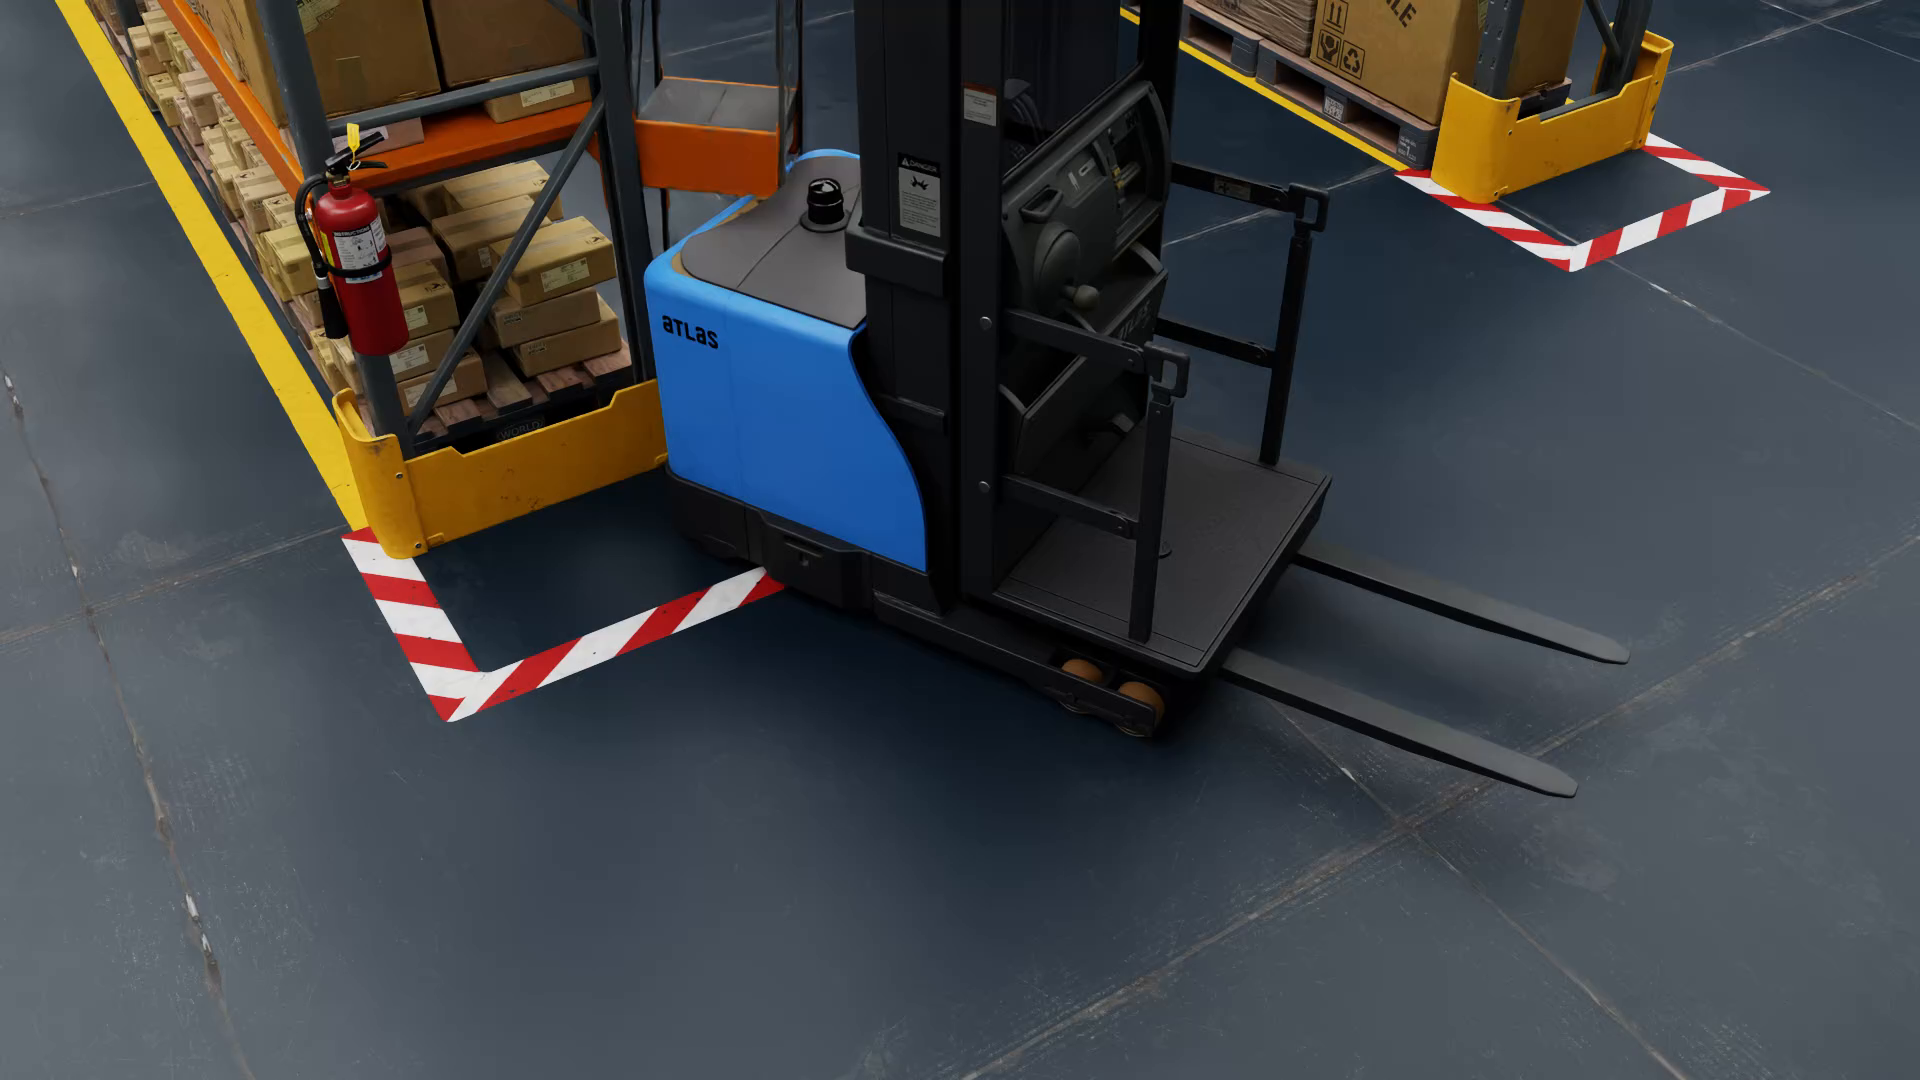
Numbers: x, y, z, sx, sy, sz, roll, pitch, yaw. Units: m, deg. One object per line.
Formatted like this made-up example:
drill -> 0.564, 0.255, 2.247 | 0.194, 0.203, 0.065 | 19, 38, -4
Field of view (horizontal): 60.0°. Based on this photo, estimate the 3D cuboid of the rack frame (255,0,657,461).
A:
rack frame -> -1.487, -1.322, 4.994 | 1.000, 3.000, 0.127 | -22, 45, -24

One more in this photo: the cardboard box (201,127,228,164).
cardboard box -> -2.987, -1.670, 7.077 | 0.380, 0.149, 0.250 | -23, 45, -25

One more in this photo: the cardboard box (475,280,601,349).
cardboard box -> -1.553, -0.874, 6.122 | 0.380, 0.149, 0.250 | -20, 44, -23

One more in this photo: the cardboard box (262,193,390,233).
cardboard box -> -2.405, -1.229, 6.315 | 0.380, 0.149, 0.250 | -24, 45, -26

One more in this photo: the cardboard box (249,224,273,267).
cardboard box -> -2.582, -1.244, 6.567 | 0.380, 0.149, 0.250 | -22, 44, -24

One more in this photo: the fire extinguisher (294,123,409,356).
fire extinguisher -> -1.741, -0.855, 4.784 | 0.296, 0.674, 0.183 | -22, 45, -24

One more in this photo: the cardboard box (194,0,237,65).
cardboard box -> -2.219, -1.909, 5.387 | 0.500, 0.500, 0.500 | -23, 45, -25

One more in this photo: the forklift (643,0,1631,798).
forklift -> 0.543, -0.923, 4.568 | 3.031, 2.935, 1.130 | 21, 44, 23

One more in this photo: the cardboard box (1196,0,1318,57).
cardboard box -> 1.848, -3.129, 8.494 | 0.875, 0.875, 0.875 | -22, 45, -24

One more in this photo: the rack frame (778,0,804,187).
rack frame -> -0.564, -1.239, 5.581 | 0.015, 2.100, 0.400 | 6, 36, 2

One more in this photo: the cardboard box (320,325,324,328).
cardboard box -> -2.239, -0.877, 6.358 | 0.380, 0.149, 0.250 | -22, 45, -25

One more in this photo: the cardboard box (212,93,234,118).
cardboard box -> -2.909, -1.813, 7.017 | 0.380, 0.149, 0.250 | -24, 45, -26

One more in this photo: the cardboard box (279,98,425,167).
cardboard box -> -1.901, -1.305, 5.169 | 0.380, 0.149, 0.250 | -22, 45, -24

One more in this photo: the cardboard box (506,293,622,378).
cardboard box -> -1.499, -0.781, 6.244 | 0.380, 0.149, 0.250 | -21, 44, -24

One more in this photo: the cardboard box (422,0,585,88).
cardboard box -> -1.496, -1.812, 5.271 | 0.500, 0.500, 0.500 | -20, 44, -22

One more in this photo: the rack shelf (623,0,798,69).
rack shelf -> -0.767, -1.816, 5.185 | 0.480, 0.518, 0.431 | 6, 36, 2

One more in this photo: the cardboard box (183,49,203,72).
cardboard box -> -3.193, -2.097, 7.358 | 0.380, 0.149, 0.250 | -23, 45, -25

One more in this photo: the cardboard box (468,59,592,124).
cardboard box -> -1.385, -1.513, 5.419 | 0.380, 0.149, 0.250 | -23, 45, -25

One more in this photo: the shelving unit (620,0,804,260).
shelving unit -> -0.807, -1.264, 5.590 | 0.503, 2.100, 0.431 | 6, 36, 2

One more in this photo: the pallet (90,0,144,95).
pallet -> -4.058, -2.830, 8.981 | 1.003, 0.211, 1.213 | -22, 45, -24

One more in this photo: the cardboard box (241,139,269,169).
cardboard box -> -2.644, -1.535, 6.683 | 0.380, 0.149, 0.250 | -24, 45, -26

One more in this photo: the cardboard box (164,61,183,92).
cardboard box -> -3.501, -2.250, 7.774 | 0.380, 0.149, 0.250 | -22, 45, -24

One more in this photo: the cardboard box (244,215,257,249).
cardboard box -> -2.703, -1.276, 6.837 | 0.380, 0.149, 0.250 | -21, 44, -24

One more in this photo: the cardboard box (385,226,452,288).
cardboard box -> -2.072, -0.971, 6.006 | 0.380, 0.149, 0.250 | -21, 44, -24

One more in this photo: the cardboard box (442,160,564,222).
cardboard box -> -1.760, -1.304, 6.406 | 0.380, 0.149, 0.250 | -22, 45, -25

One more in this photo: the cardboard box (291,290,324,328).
cardboard box -> -2.293, -0.969, 6.237 | 0.380, 0.149, 0.250 | -24, 45, -26

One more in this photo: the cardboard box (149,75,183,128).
cardboard box -> -3.570, -2.097, 7.822 | 0.380, 0.149, 0.250 | -21, 44, -23

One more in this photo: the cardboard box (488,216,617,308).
cardboard box -> -1.483, -1.017, 6.061 | 0.380, 0.149, 0.250 | -24, 46, -26

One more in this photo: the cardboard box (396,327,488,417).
cardboard box -> -1.946, -0.601, 6.027 | 0.380, 0.149, 0.250 | -21, 44, -24

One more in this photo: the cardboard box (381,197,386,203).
cardboard box -> -2.309, -1.561, 6.947 | 0.380, 0.149, 0.250 | -20, 44, -22

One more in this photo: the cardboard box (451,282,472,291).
cardboard box -> -1.848, -1.026, 6.537 | 0.380, 0.149, 0.250 | -22, 44, -24

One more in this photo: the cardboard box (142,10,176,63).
cardboard box -> -3.530, -2.350, 7.661 | 0.380, 0.149, 0.250 | -20, 44, -22

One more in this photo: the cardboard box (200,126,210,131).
cardboard box -> -3.214, -1.861, 7.539 | 0.380, 0.149, 0.250 | -23, 45, -25

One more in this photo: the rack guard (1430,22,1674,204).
rack guard -> 2.762, -2.002, 7.762 | 1.175, 0.500, 0.348 | -22, 45, -24

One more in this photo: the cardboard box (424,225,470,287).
cardboard box -> -1.859, -1.143, 6.445 | 0.380, 0.149, 0.250 | -22, 44, -24

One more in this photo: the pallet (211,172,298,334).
pallet -> -2.587, -1.401, 7.266 | 1.003, 0.211, 1.213 | -22, 45, -24

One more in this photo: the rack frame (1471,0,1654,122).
rack frame -> 2.749, -2.975, 6.977 | 1.000, 3.000, 0.127 | -22, 45, -24

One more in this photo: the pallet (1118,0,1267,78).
pallet -> 1.601, -2.966, 9.145 | 1.003, 0.211, 1.213 | -22, 45, -24
